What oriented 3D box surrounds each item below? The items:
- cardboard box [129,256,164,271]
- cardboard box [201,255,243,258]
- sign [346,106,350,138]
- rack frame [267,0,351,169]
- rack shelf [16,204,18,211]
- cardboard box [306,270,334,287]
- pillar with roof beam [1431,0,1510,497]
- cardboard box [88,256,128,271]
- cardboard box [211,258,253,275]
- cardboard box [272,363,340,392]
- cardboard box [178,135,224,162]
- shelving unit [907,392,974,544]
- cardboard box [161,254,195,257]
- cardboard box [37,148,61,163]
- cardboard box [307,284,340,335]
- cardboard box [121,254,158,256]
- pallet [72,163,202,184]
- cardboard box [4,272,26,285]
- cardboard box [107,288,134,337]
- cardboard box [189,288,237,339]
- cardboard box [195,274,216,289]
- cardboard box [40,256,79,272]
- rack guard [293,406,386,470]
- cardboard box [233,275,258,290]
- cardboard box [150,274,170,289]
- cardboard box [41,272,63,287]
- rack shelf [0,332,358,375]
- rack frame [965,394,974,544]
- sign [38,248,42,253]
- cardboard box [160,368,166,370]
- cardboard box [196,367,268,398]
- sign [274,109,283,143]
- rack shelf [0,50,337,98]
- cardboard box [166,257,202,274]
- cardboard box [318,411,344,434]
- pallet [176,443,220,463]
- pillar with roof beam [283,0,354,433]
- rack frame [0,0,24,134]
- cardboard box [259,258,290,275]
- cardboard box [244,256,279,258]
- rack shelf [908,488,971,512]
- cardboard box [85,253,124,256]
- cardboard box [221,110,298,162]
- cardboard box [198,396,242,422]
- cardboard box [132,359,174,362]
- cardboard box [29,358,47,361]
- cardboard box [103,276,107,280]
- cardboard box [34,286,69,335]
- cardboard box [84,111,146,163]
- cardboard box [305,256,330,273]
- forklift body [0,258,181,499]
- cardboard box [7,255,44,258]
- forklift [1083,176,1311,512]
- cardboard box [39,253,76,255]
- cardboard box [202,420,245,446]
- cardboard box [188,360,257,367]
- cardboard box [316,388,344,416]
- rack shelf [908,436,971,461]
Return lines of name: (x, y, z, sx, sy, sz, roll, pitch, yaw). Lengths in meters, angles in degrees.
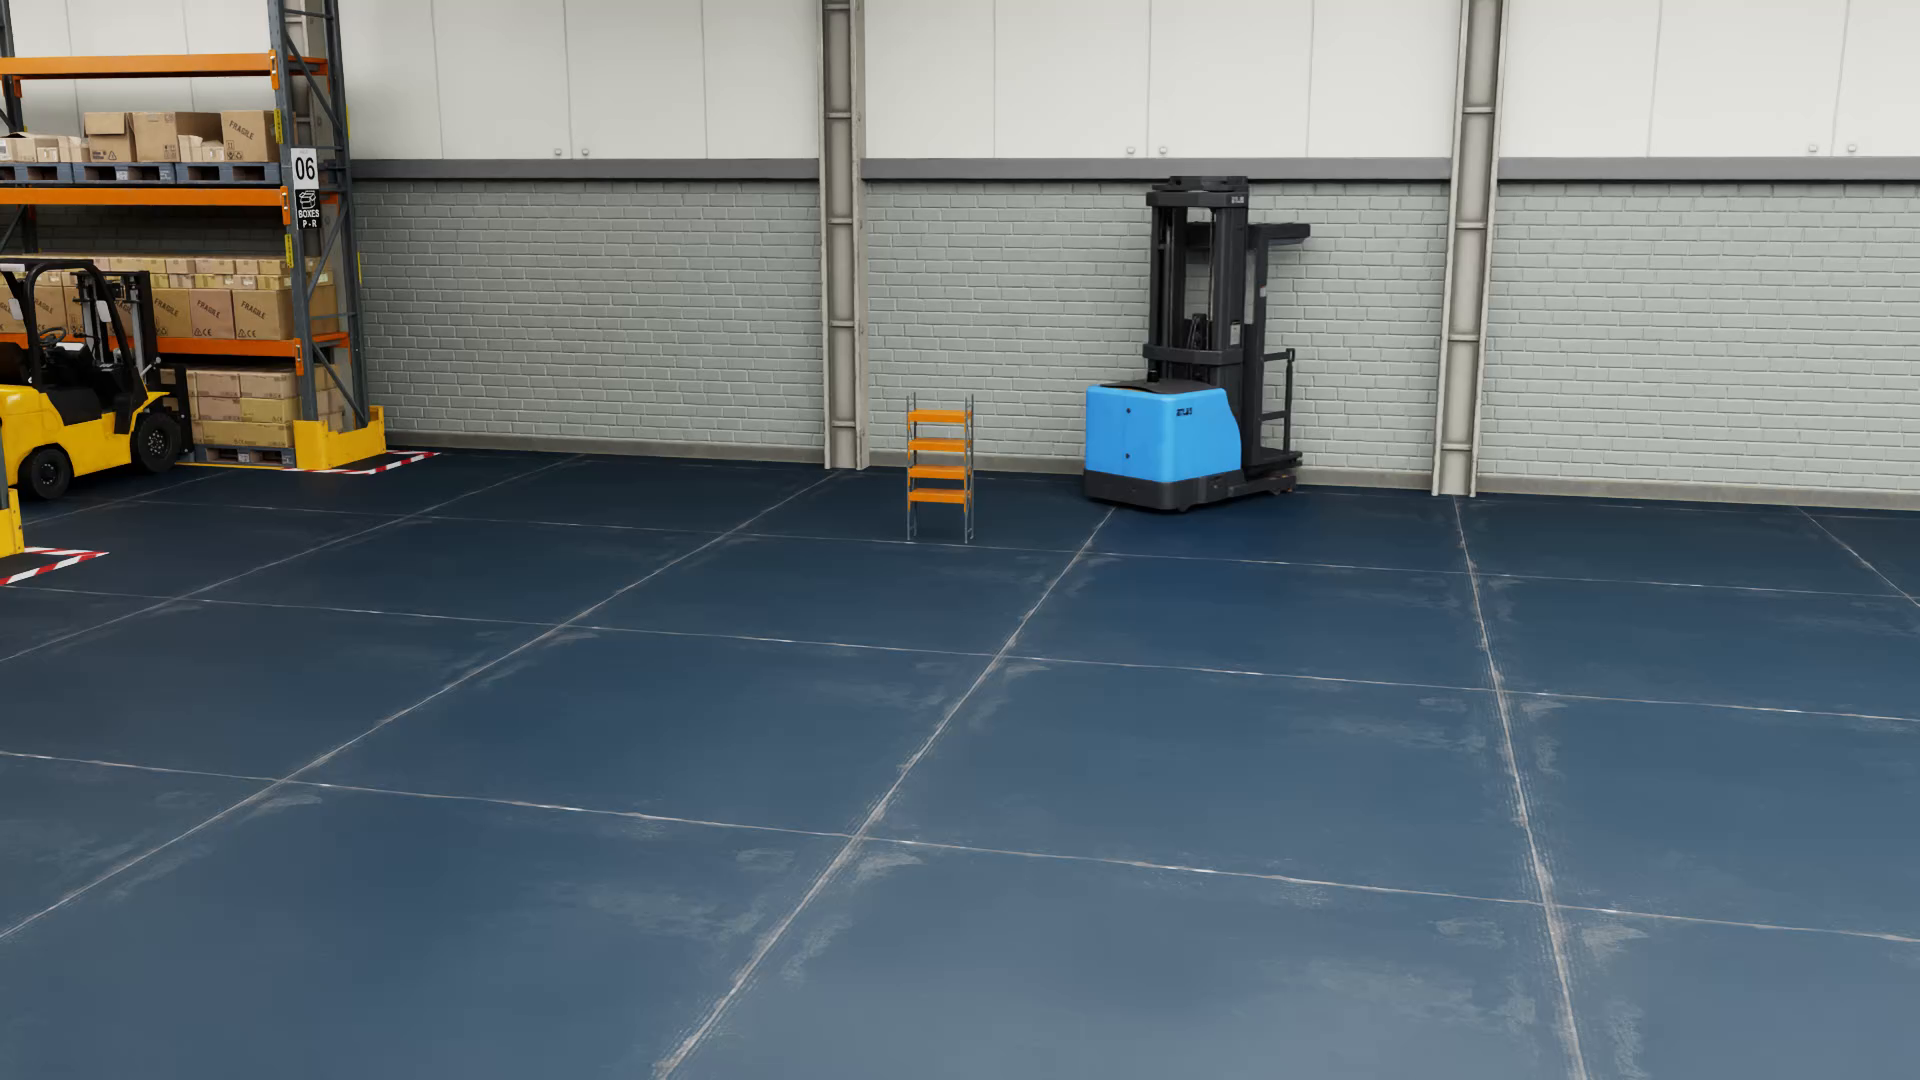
cardboard box: (-8.415, -2.869, 17.325, 0.250, 0.149, 0.380, 3, 13, 14)
cardboard box: (-7.805, -2.935, 17.620, 0.250, 0.149, 0.380, 3, 13, 15)
sign: (-6.387, -4.352, 17.298, 0.005, 0.325, 0.100, 3, 13, 14)
rack frame: (-6.526, -5.235, 16.551, 0.127, 3.000, 1.000, 3, 13, 14)
rack shelf: (-12.351, -3.730, 18.358, 4.000, 0.370, 1.077, 3, 13, 14)
cardboard box: (-6.793, -2.743, 17.445, 0.250, 0.149, 0.380, 3, 13, 12)
pillar with roof beam: (3.633, -3.932, 10.681, 0.400, 9.000, 9.100, 3, 13, 14)
cardboard box: (-8.901, -2.895, 17.442, 0.250, 0.149, 0.380, 3, 13, 13)
cardboard box: (-7.432, -2.805, 17.036, 0.250, 0.149, 0.380, 3, 13, 15)
cardboard box: (-6.947, -1.721, 17.637, 0.500, 0.250, 0.500, 3, 13, 13)
cardboard box: (-7.650, -3.951, 16.800, 0.258, 0.266, 0.396, 3, 13, 14)
shelving unit: (-0.161, -0.594, 13.642, 0.503, 1.200, 0.258, 3, 13, 14)
cardboard box: (-8.296, -2.965, 17.758, 0.250, 0.149, 0.380, 3, 13, 14)
cardboard box: (-9.301, -3.982, 17.210, 0.250, 0.149, 0.380, 3, 13, 15)
cardboard box: (-6.941, -2.439, 17.570, 0.500, 0.500, 0.500, 3, 13, 15)
cardboard box: (-8.792, -2.998, 17.905, 0.250, 0.149, 0.380, 3, 13, 13)
pallet: (-8.395, -3.832, 17.359, 1.213, 0.211, 1.003, 3, 13, 14)
cardboard box: (-9.911, -2.794, 17.673, 0.250, 0.149, 0.380, 3, 13, 15)
cardboard box: (-8.557, -2.404, 17.413, 0.500, 0.500, 0.500, 3, 13, 14)
cardboard box: (-7.568, -2.354, 17.187, 0.500, 0.500, 0.500, 3, 13, 15)
cardboard box: (-7.660, -2.679, 17.155, 0.250, 0.149, 0.380, 3, 13, 13)
cardboard box: (-9.420, -2.904, 17.483, 0.250, 0.149, 0.380, 3, 13, 15)
rack guard: (-6.503, -1.084, 17.466, 0.348, 0.500, 1.175, 3, 13, 14)
cardboard box: (-7.185, -2.637, 16.967, 0.250, 0.149, 0.380, 3, 13, 14)
cardboard box: (-8.181, -2.692, 17.213, 0.250, 0.149, 0.380, 3, 13, 14)
cardboard box: (-9.430, -2.758, 17.510, 0.250, 0.149, 0.380, 3, 13, 15)
rack shelf: (-8.468, -2.058, 17.747, 4.000, 0.370, 1.077, 3, 13, 14)
rack frame: (0.076, -0.582, 13.585, 0.015, 1.200, 0.240, 3, 13, 14)
sign: (-10.278, -3.091, 18.561, 0.005, 0.325, 0.100, 3, 13, 14)
cardboard box: (-8.527, -1.692, 17.505, 0.500, 0.250, 0.500, 3, 13, 12)
cardboard box: (-7.545, -1.640, 17.271, 0.500, 0.250, 0.500, 3, 13, 15)
sign: (-6.670, -4.050, 16.278, 0.005, 0.325, 0.100, 3, 13, 14)
rack shelf: (-8.468, -4.792, 17.141, 4.000, 0.370, 1.077, 3, 13, 14)
cardboard box: (-7.935, -2.824, 17.120, 0.250, 0.149, 0.380, 3, 13, 15)
cardboard box: (-6.956, -1.235, 17.754, 0.500, 0.250, 0.500, 3, 13, 14)
pallet: (-8.459, -1.039, 17.930, 1.213, 0.211, 1.003, 3, 13, 14)
pillar with roof beam: (-8.018, -4.555, 13.488, 0.400, 9.000, 9.100, 3, 13, 14)
rack frame: (-10.410, -5.442, 17.487, 0.127, 3.000, 1.000, 3, 13, 14)
cardboard box: (-6.924, -2.791, 16.972, 0.250, 0.149, 0.380, 3, 13, 14)
cardboard box: (-7.307, -2.910, 17.510, 0.250, 0.149, 0.380, 3, 13, 15)
rack shelf: (-0.161, -0.335, 13.700, 0.480, 0.148, 0.258, 3, 13, 14)
cardboard box: (-9.275, -3.039, 18.089, 0.250, 0.149, 0.380, 3, 13, 12)
cardboard box: (-7.014, -4.045, 16.682, 0.500, 0.500, 0.500, 3, 13, 15)
cardboard box: (-7.558, -1.400, 17.344, 0.500, 0.250, 0.500, 3, 13, 13)
cardboard box: (-8.902, -1.827, 18.114, 0.500, 0.250, 0.500, 3, 13, 14)
cardboard box: (-9.885, -1.879, 18.349, 0.500, 0.250, 0.500, 3, 13, 15)
cardboard box: (-8.927, -2.735, 17.405, 0.250, 0.149, 0.380, 3, 13, 12)
cardboard box: (-9.532, -2.461, 17.669, 0.500, 0.500, 0.500, 3, 13, 15)
cardboard box: (-8.544, -4.159, 17.189, 0.637, 0.503, 0.797, 3, 13, 15)
cardboard box: (-6.801, -2.879, 17.369, 0.250, 0.149, 0.380, 3, 13, 12)
forklift body: (-8.804, -1.606, 16.008, 1.214, 2.155, 2.313, 3, 13, 14)
cardboard box: (-9.891, -2.954, 17.709, 0.250, 0.149, 0.380, 3, 13, 14)
forklift: (2.549, -1.925, 15.645, 3.031, 2.935, 1.130, -12, 17, -42)
cardboard box: (-9.794, -3.049, 18.137, 0.250, 0.149, 0.380, 3, 13, 12)
cardboard box: (-7.539, -1.154, 17.389, 0.500, 0.250, 0.500, 3, 13, 14)
cardboard box: (-7.916, -1.775, 17.878, 0.500, 0.250, 0.500, 3, 13, 13)
cardboard box: (-6.933, -1.481, 17.706, 0.500, 0.250, 0.500, 3, 13, 15)
rack shelf: (-0.161, -0.747, 13.609, 0.480, 0.148, 0.258, 3, 13, 14)
